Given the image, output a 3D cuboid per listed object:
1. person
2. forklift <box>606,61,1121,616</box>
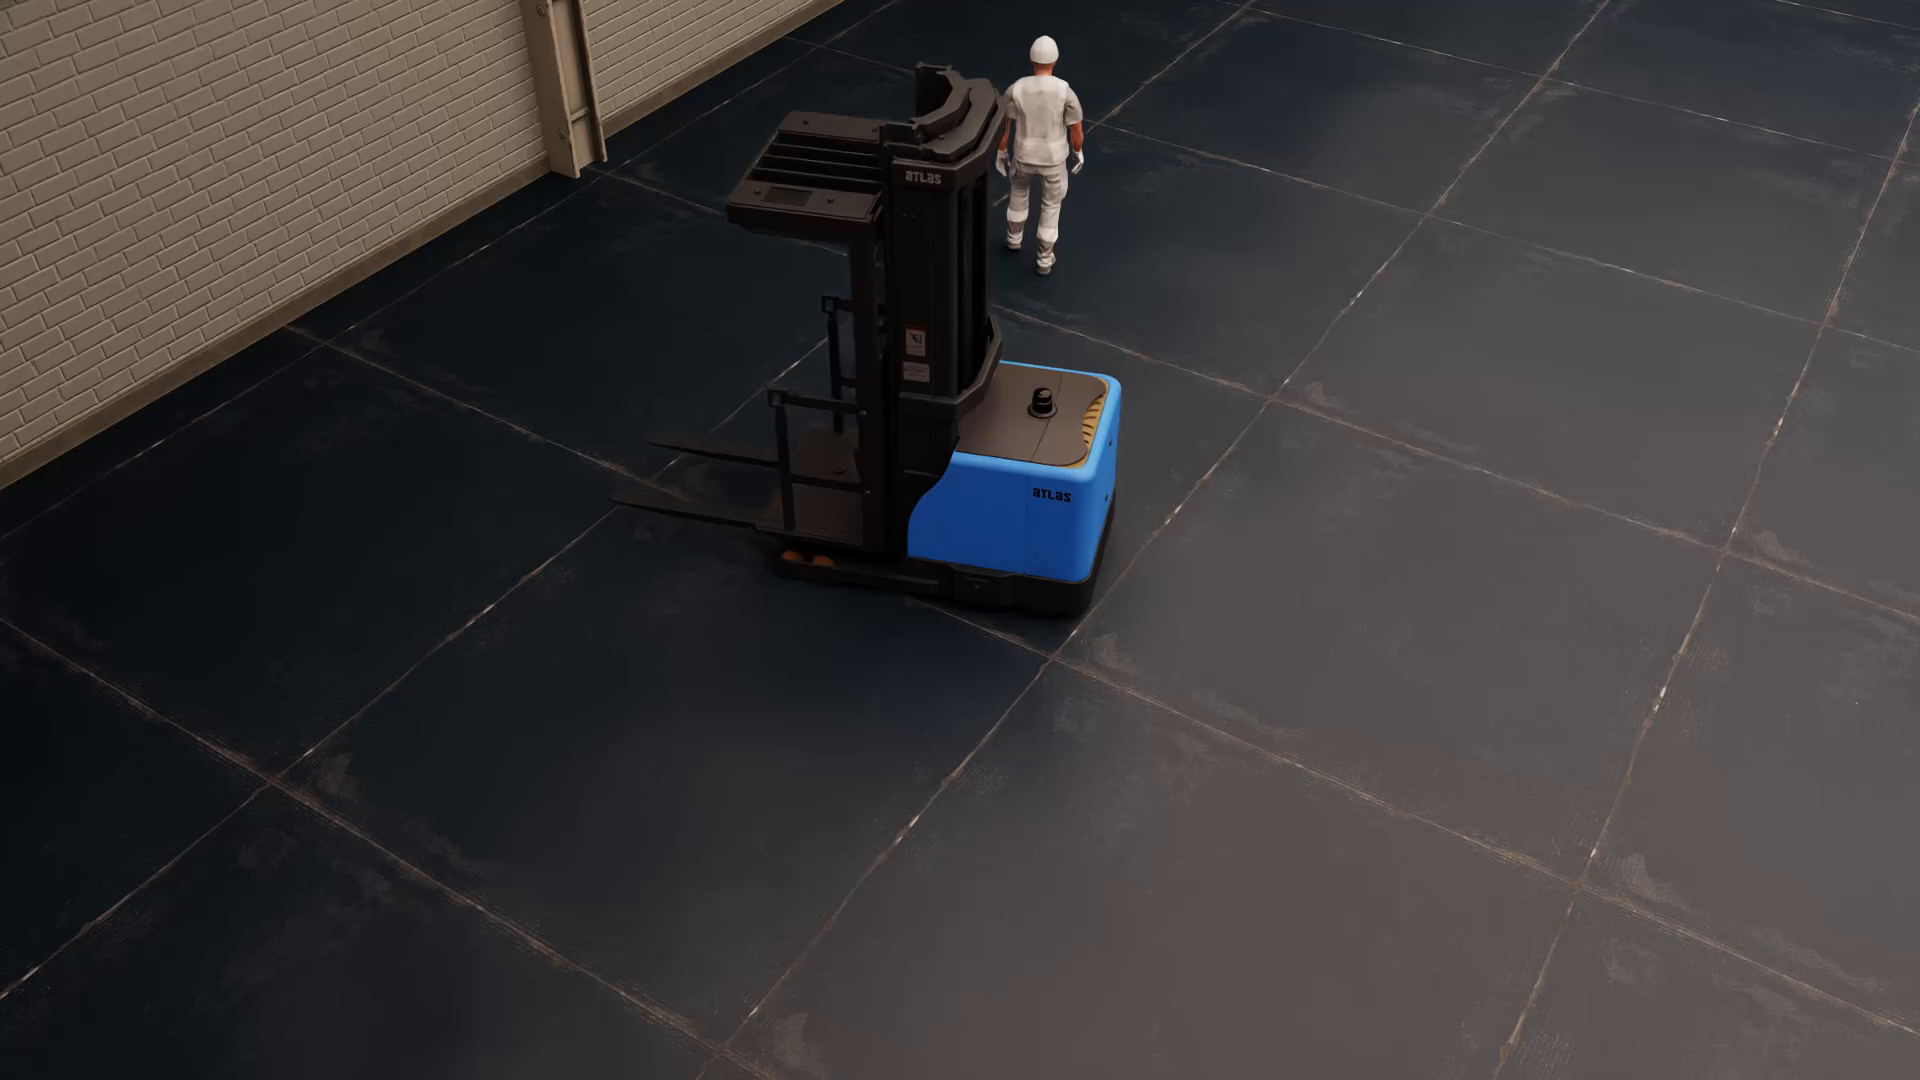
[{"bbox_3d":[0.601,-2.843,12.261,0.627,1.816,0.559,8,41,9],"label":"person"},{"bbox_3d":[-0.622,-1.181,9.361,3.031,2.935,1.130,9,41,10],"label":"forklift"}]
